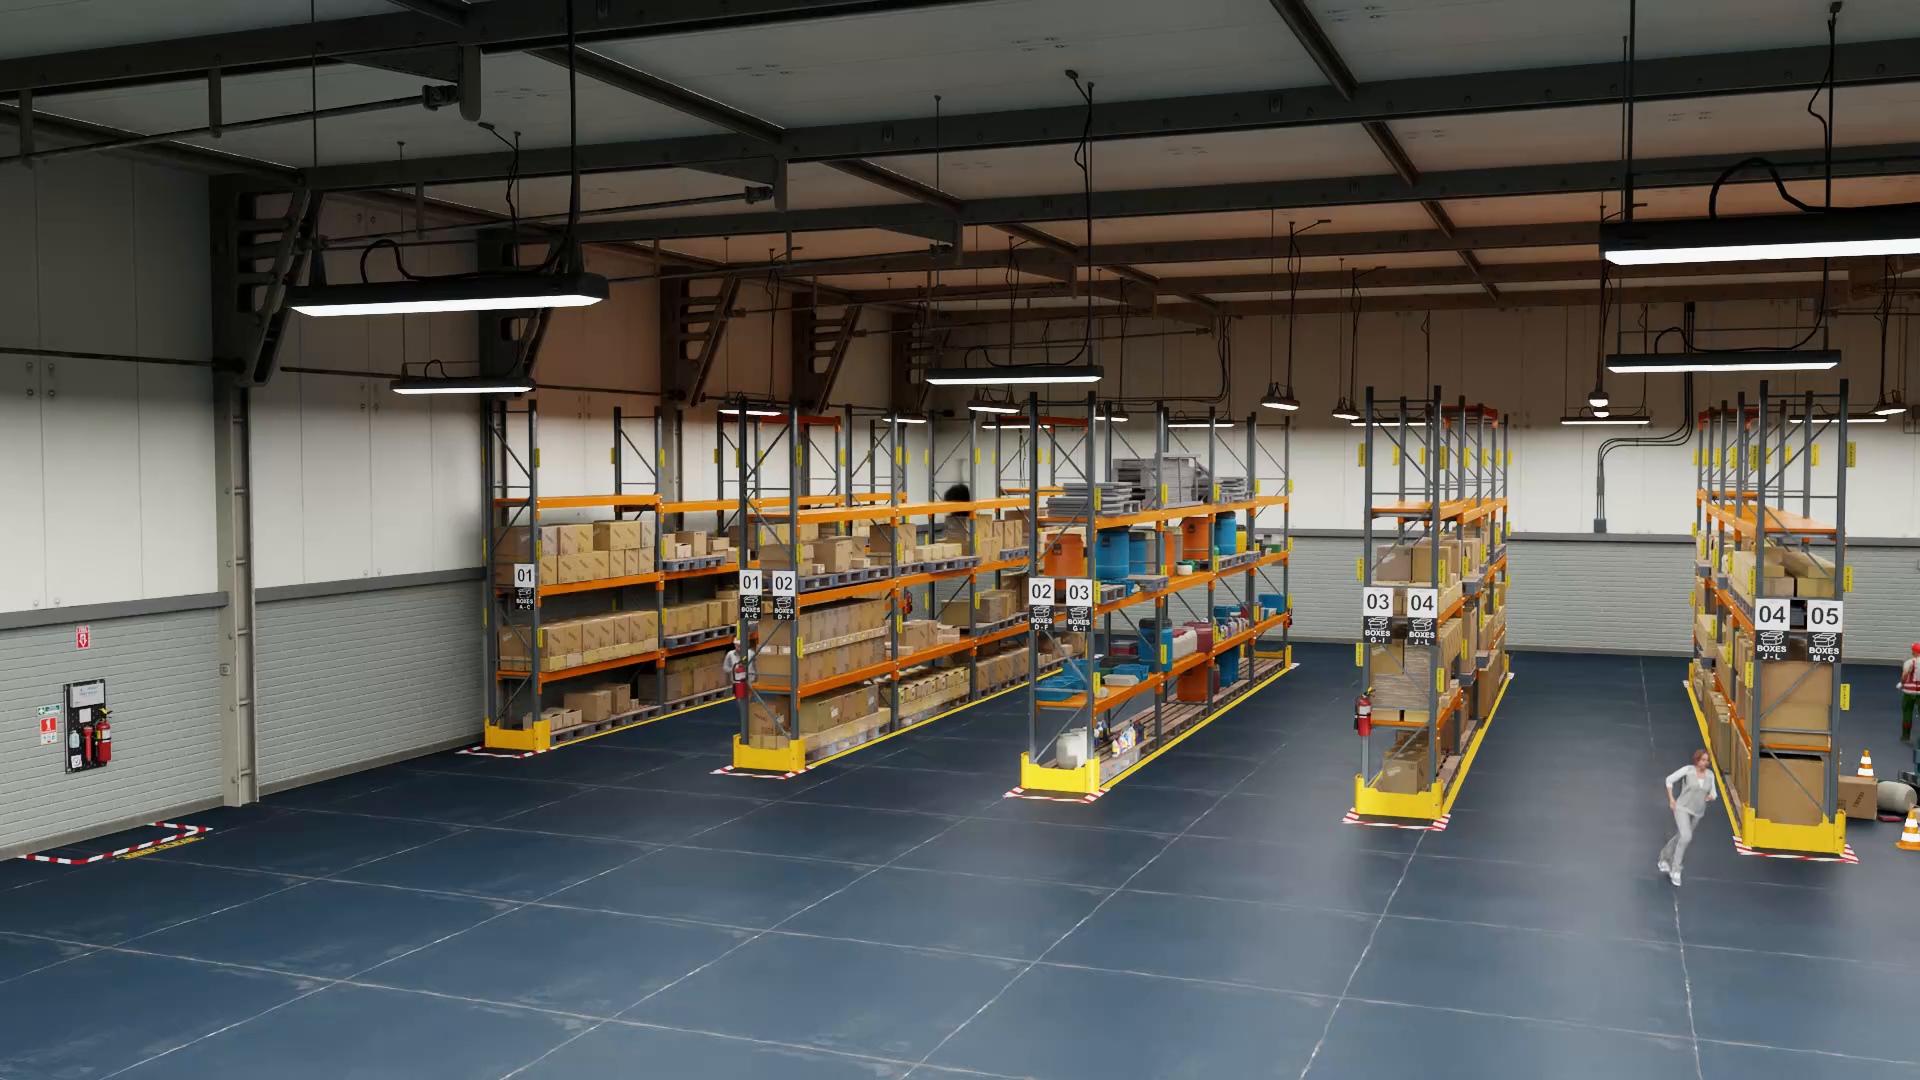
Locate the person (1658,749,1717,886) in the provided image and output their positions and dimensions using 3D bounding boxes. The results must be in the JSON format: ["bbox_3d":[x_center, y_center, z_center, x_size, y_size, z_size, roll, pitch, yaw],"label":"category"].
[{"bbox_3d":[8.576,3.226,19.661,0.632,1.549,0.755,0,3,-8],"label":"person"}]

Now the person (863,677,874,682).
[{"bbox_3d":[-2.072,2.439,36.036,0.606,1.581,0.746,0,3,7],"label":"person"}]

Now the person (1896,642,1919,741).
[{"bbox_3d":[16.653,2.660,28.936,0.655,1.765,1.000,1,3,11],"label":"person"}]

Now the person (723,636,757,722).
[{"bbox_3d":[-4.030,2.613,30.739,0.658,1.746,0.973,0,3,1],"label":"person"}]
